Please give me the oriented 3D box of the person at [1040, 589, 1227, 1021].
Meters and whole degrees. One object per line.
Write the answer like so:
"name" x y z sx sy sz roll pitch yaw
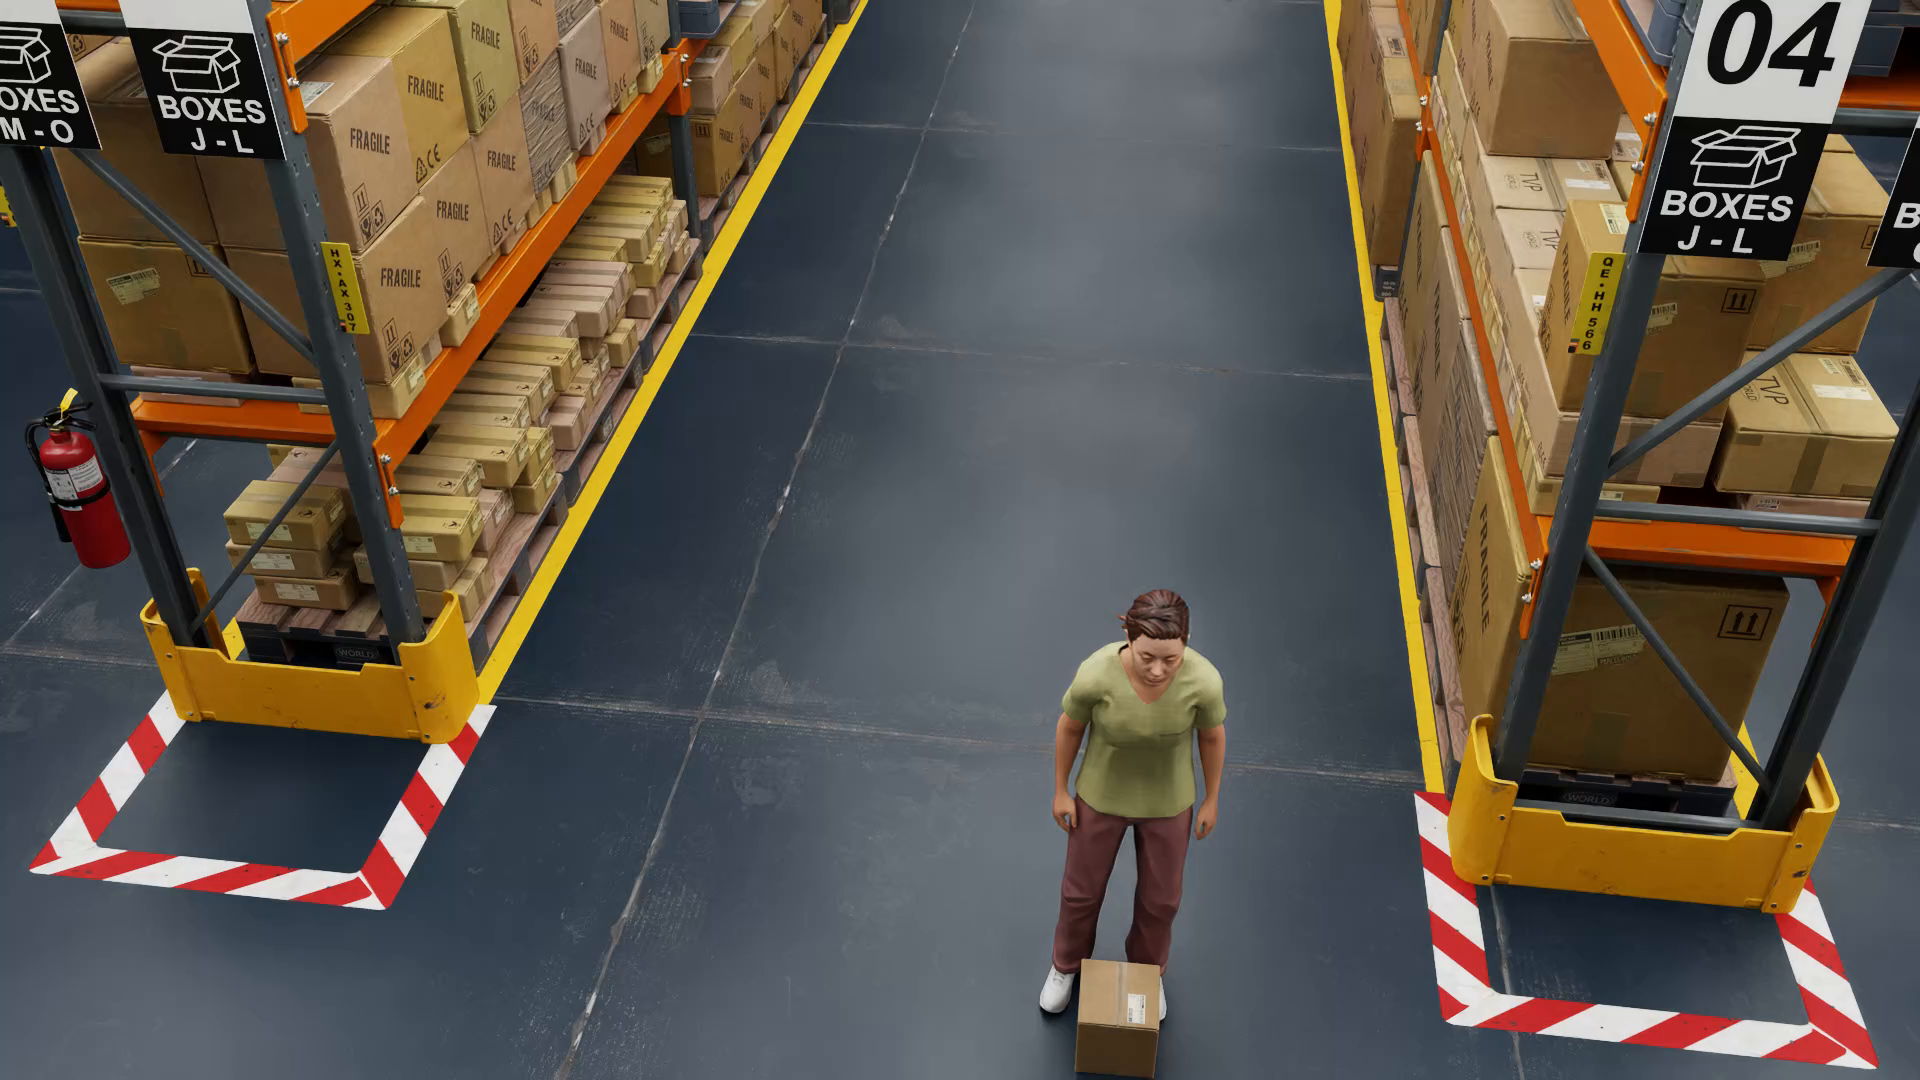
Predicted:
"person" 0.530 0.801 5.056 0.517 1.673 0.355 3 36 4
